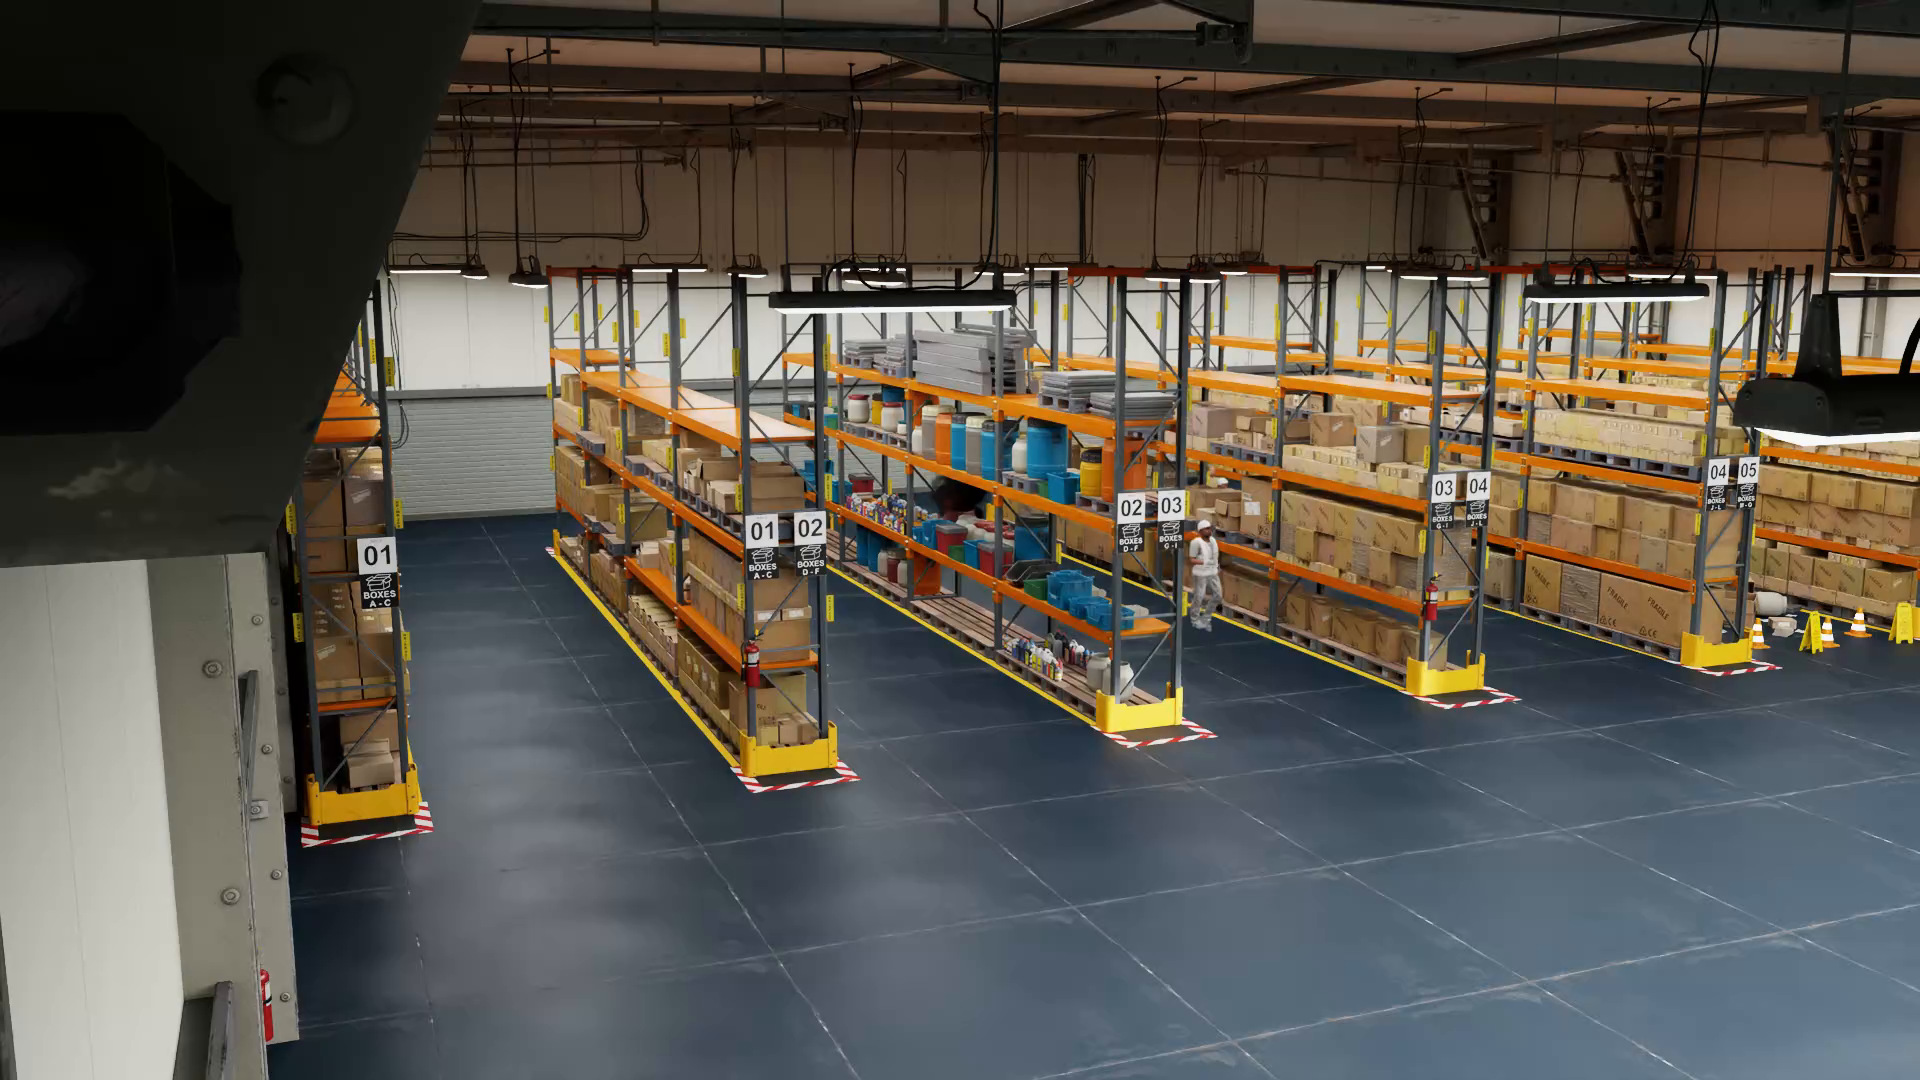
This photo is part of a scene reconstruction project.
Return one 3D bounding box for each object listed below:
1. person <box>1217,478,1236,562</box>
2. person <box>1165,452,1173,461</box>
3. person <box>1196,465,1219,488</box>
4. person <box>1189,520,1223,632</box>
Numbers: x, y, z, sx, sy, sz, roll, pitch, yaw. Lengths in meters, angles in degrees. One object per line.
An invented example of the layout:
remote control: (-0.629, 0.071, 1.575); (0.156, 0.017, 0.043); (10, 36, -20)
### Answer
person: (5.297, -0.372, 33.520); (0.657, 1.777, 0.949); (-5, 11, -28)
person: (4.969, -1.568, 41.015); (0.580, 1.624, 0.643); (-9, 13, -42)
person: (5.490, -0.827, 36.474); (0.581, 1.648, 0.960); (-4, 11, -20)
person: (3.972, 0.595, 26.572); (0.662, 1.829, 0.633); (-7, 12, -34)
